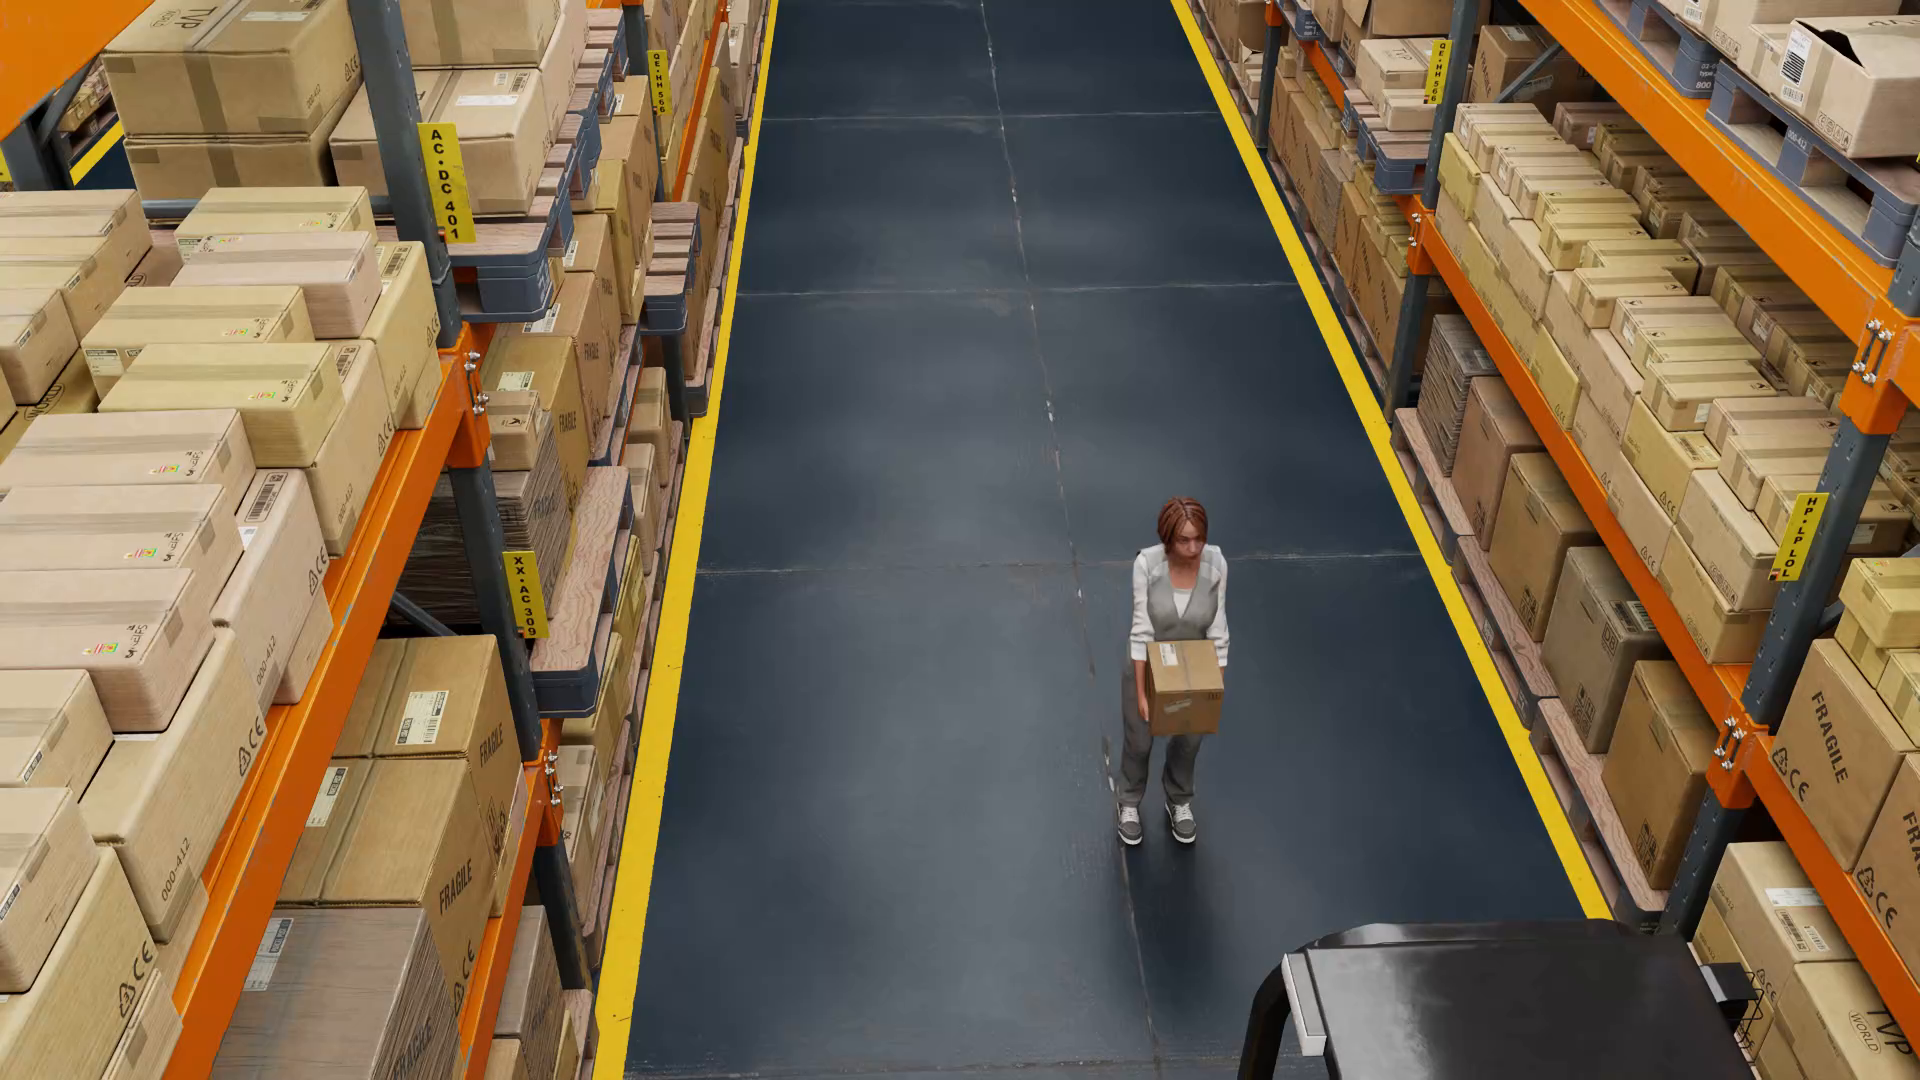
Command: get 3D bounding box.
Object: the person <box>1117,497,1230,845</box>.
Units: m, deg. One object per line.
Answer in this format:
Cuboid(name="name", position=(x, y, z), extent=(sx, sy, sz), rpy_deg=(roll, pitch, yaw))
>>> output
Cuboid(name="person", position=(0.823, 0.567, 6.414), extent=(0.375, 1.599, 0.500), rpy_deg=(-2, 36, -2))
